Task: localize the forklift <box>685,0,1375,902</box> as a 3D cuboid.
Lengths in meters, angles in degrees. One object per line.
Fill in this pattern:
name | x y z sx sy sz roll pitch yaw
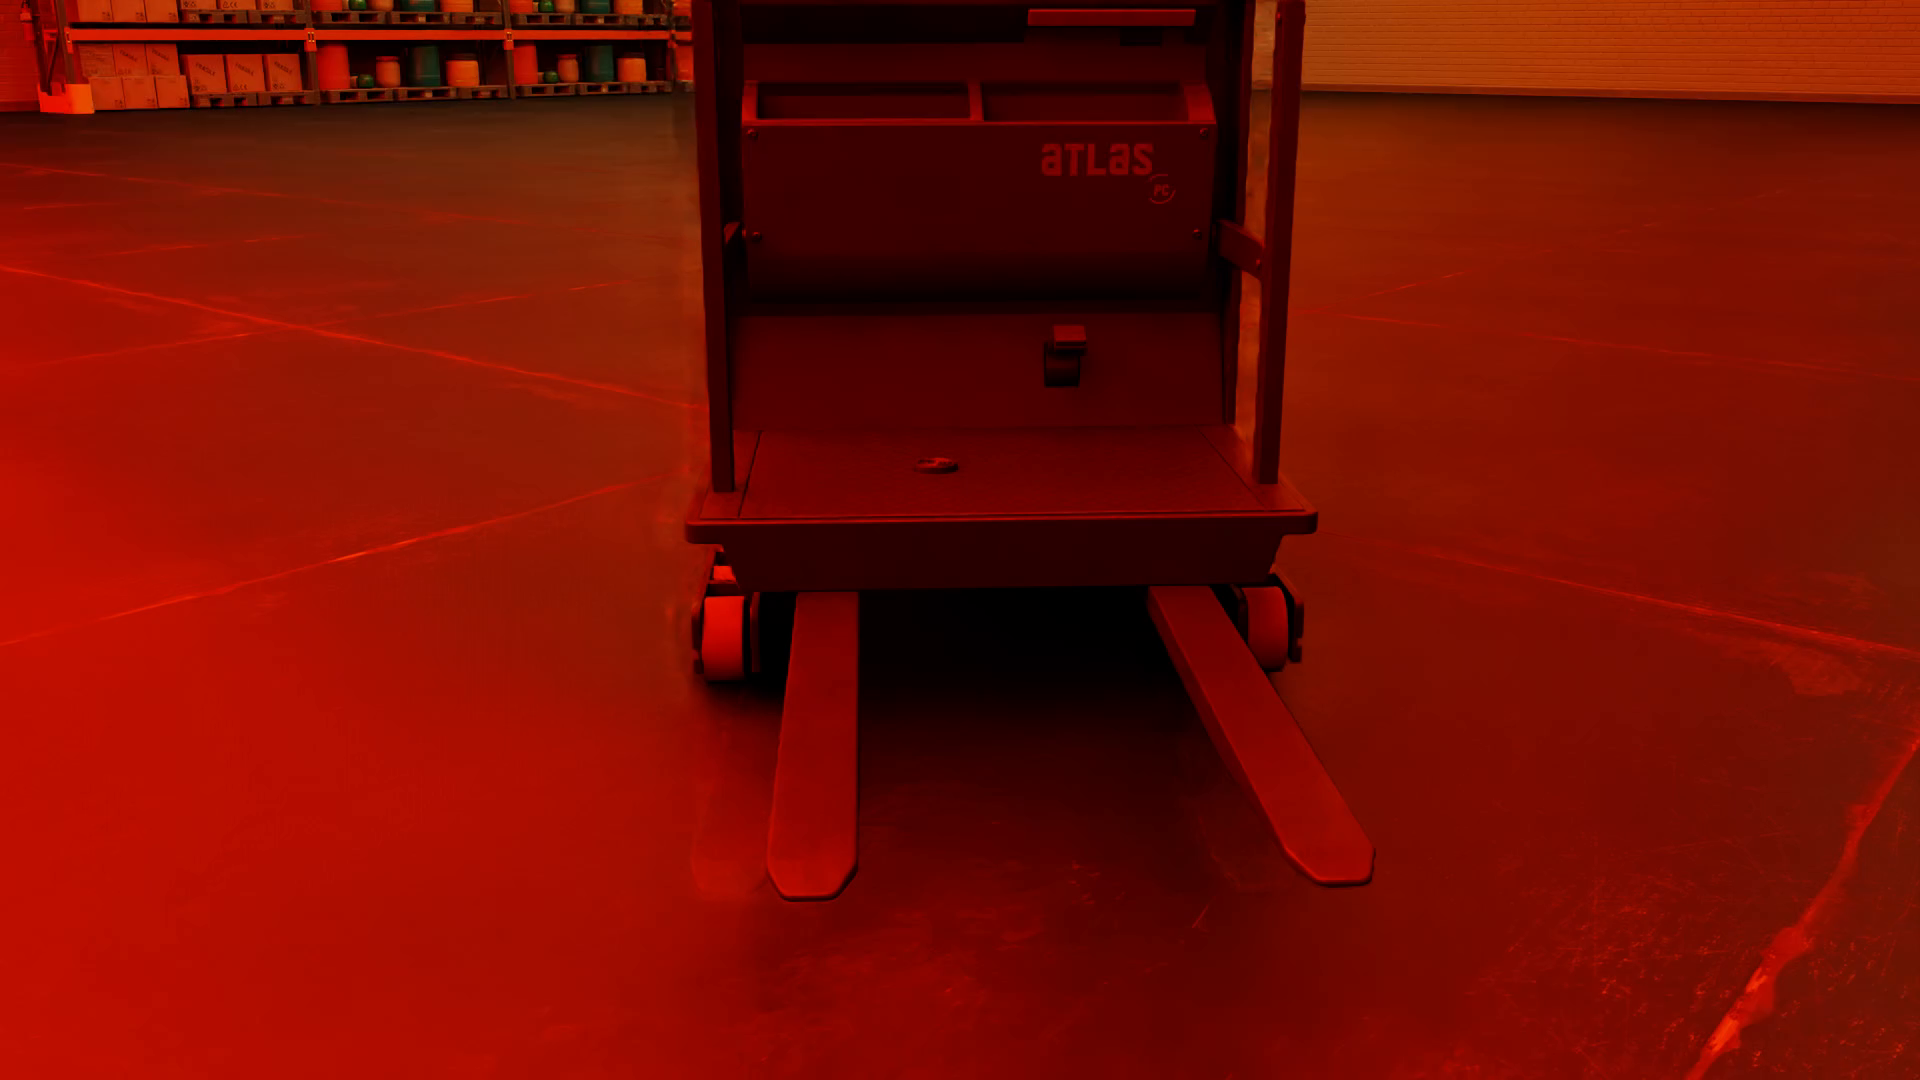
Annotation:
forklift | 0.051 -1.234 2.962 1.130 2.935 3.031 -1 17 -3
